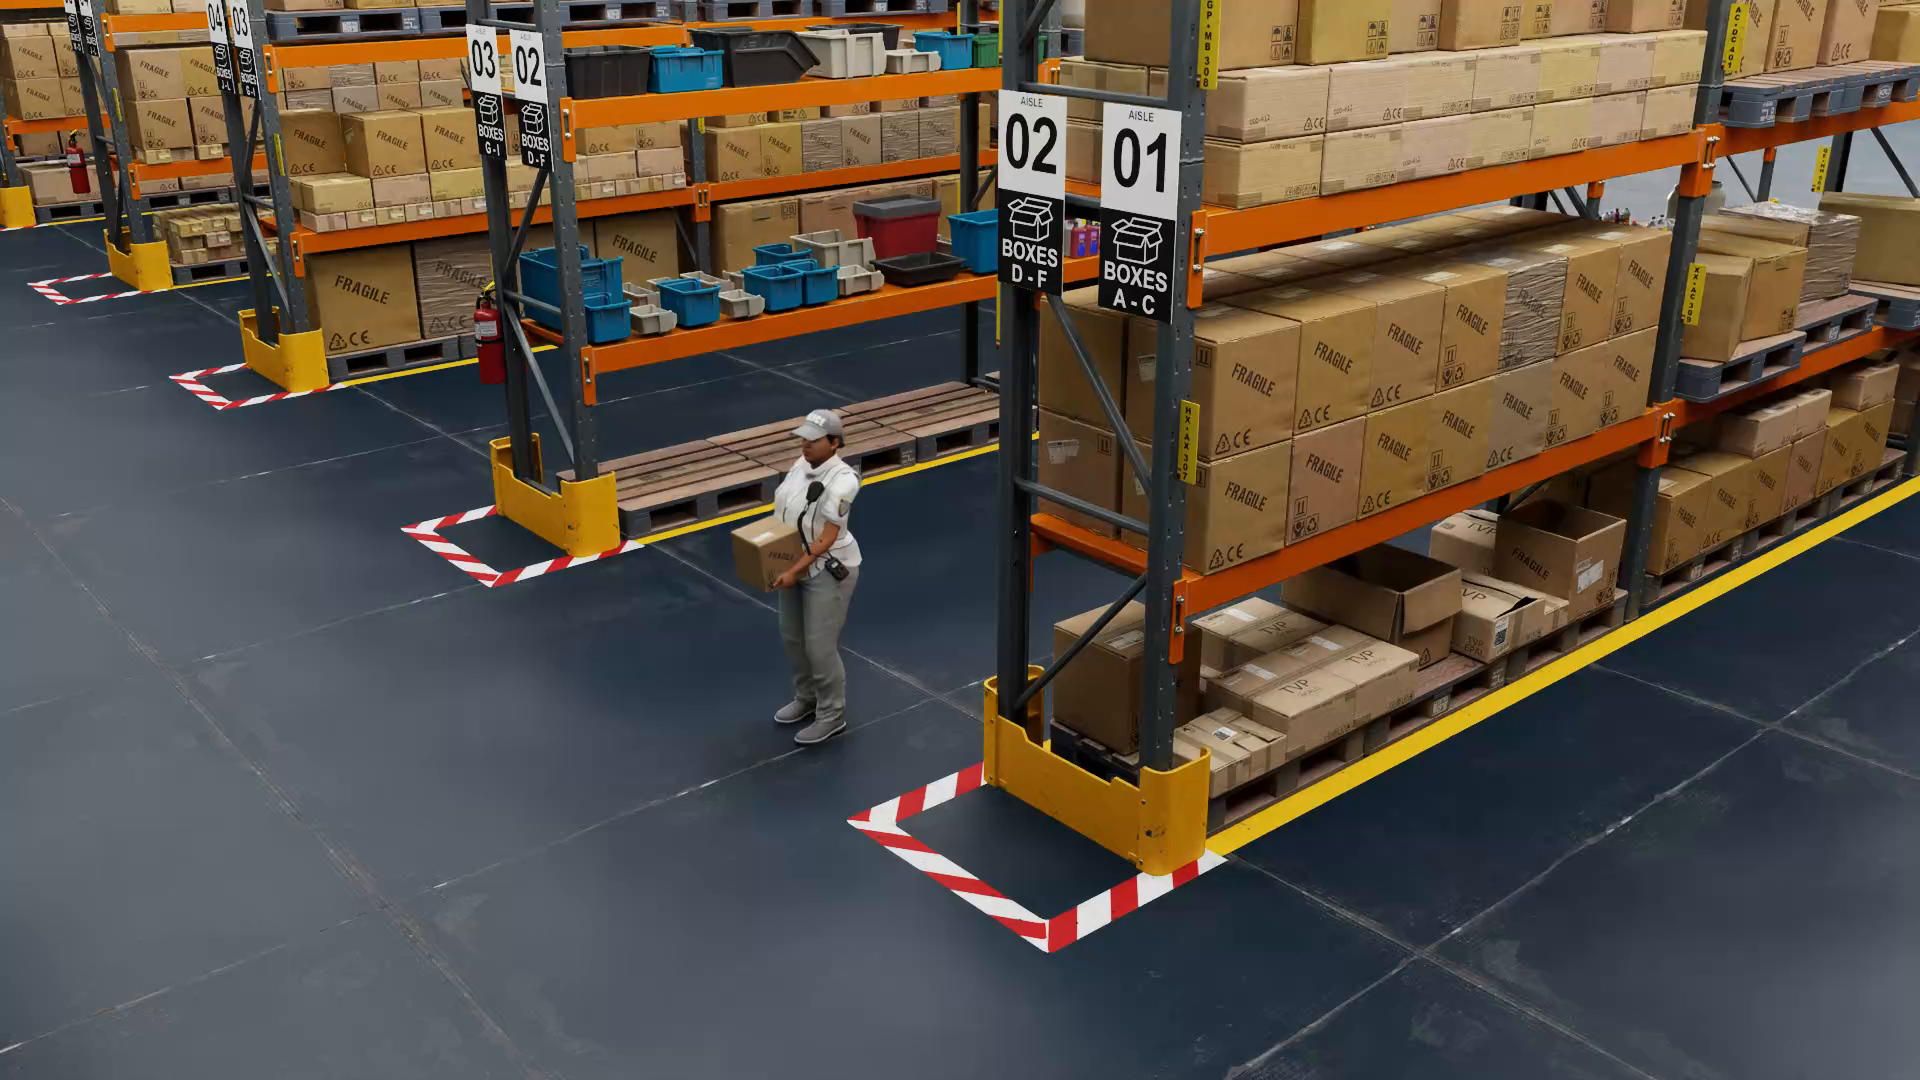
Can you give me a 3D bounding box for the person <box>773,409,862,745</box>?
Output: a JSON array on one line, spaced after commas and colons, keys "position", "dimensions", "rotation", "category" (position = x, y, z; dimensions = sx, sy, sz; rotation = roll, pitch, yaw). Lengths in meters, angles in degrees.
[{"position": [-0.759, 0.177, 8.135], "dimensions": [0.535, 1.655, 0.454], "rotation": [-17, 27, -36], "category": "person"}]
